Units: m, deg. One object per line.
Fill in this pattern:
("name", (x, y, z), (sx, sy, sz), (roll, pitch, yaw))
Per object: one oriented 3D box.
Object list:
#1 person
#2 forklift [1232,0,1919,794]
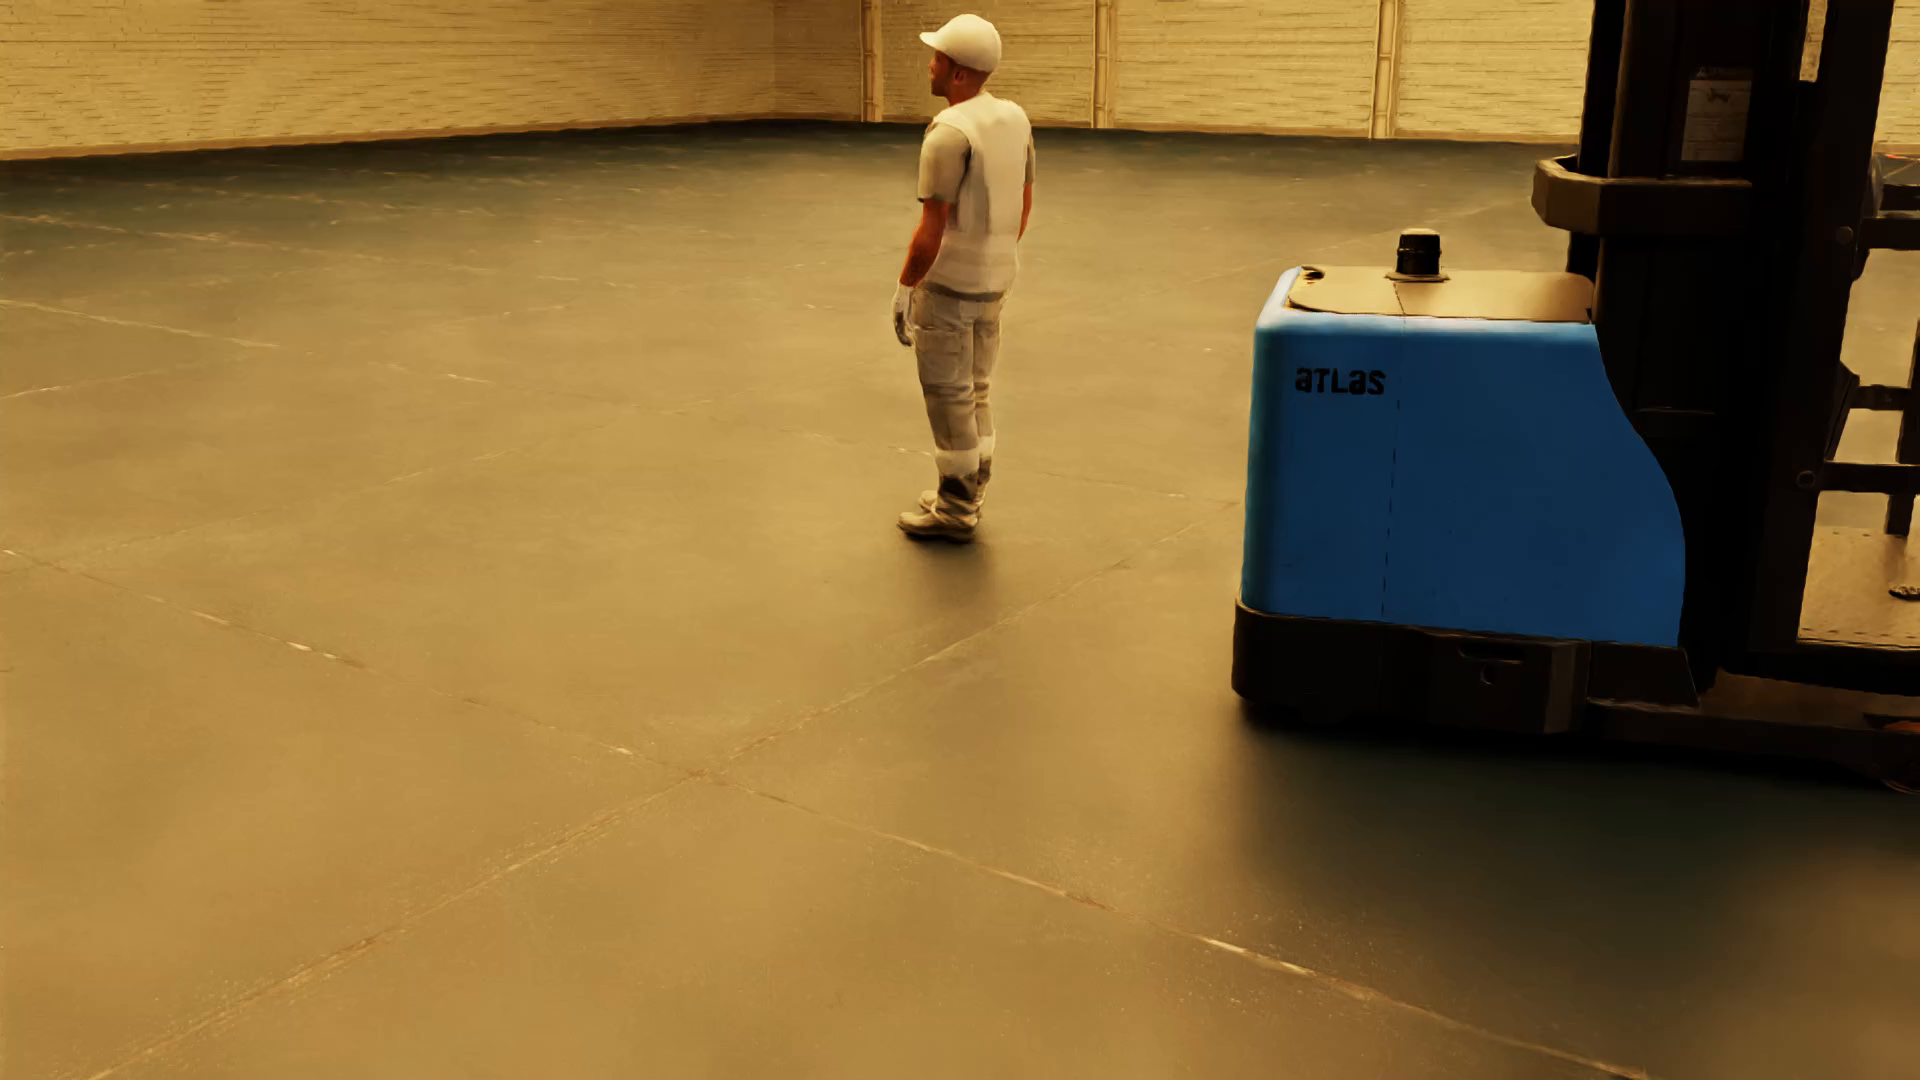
("person", (-0.060, -0.880, 5.742), (0.563, 1.787, 0.637), (11, 20, 33))
("forklift", (2.292, -0.958, 4.037), (3.031, 2.935, 1.130), (4, 17, 14))
